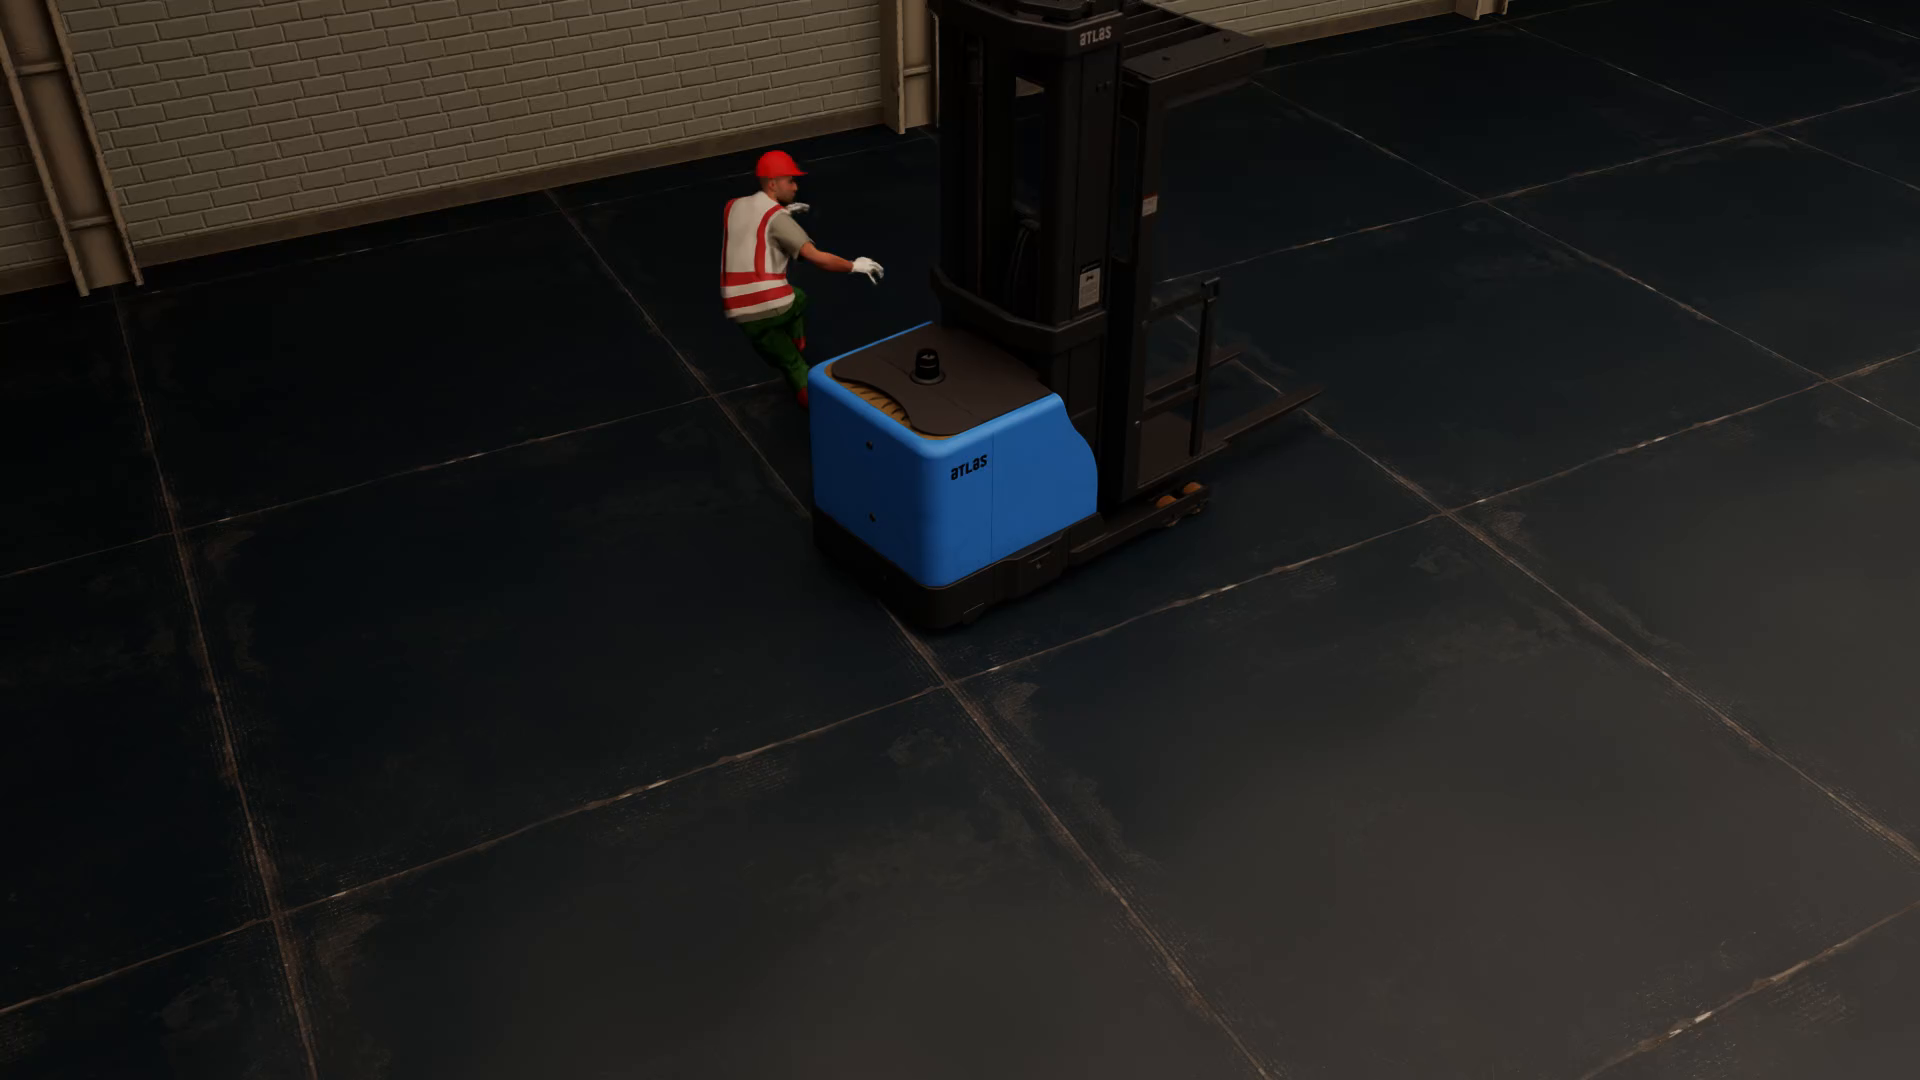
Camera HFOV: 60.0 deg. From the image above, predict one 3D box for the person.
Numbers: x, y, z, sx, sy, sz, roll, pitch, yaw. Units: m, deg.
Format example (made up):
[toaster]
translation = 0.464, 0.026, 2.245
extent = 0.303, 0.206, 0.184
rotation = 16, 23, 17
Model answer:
[person]
translation = -0.875, -1.424, 9.330
extent = 1.000, 1.509, 0.948
rotation = 10, 36, 14

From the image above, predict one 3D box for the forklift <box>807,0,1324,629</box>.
[forklift]
translation = 0.707, -1.476, 8.211
extent = 3.031, 2.935, 1.130
rotation = -25, 43, -31
